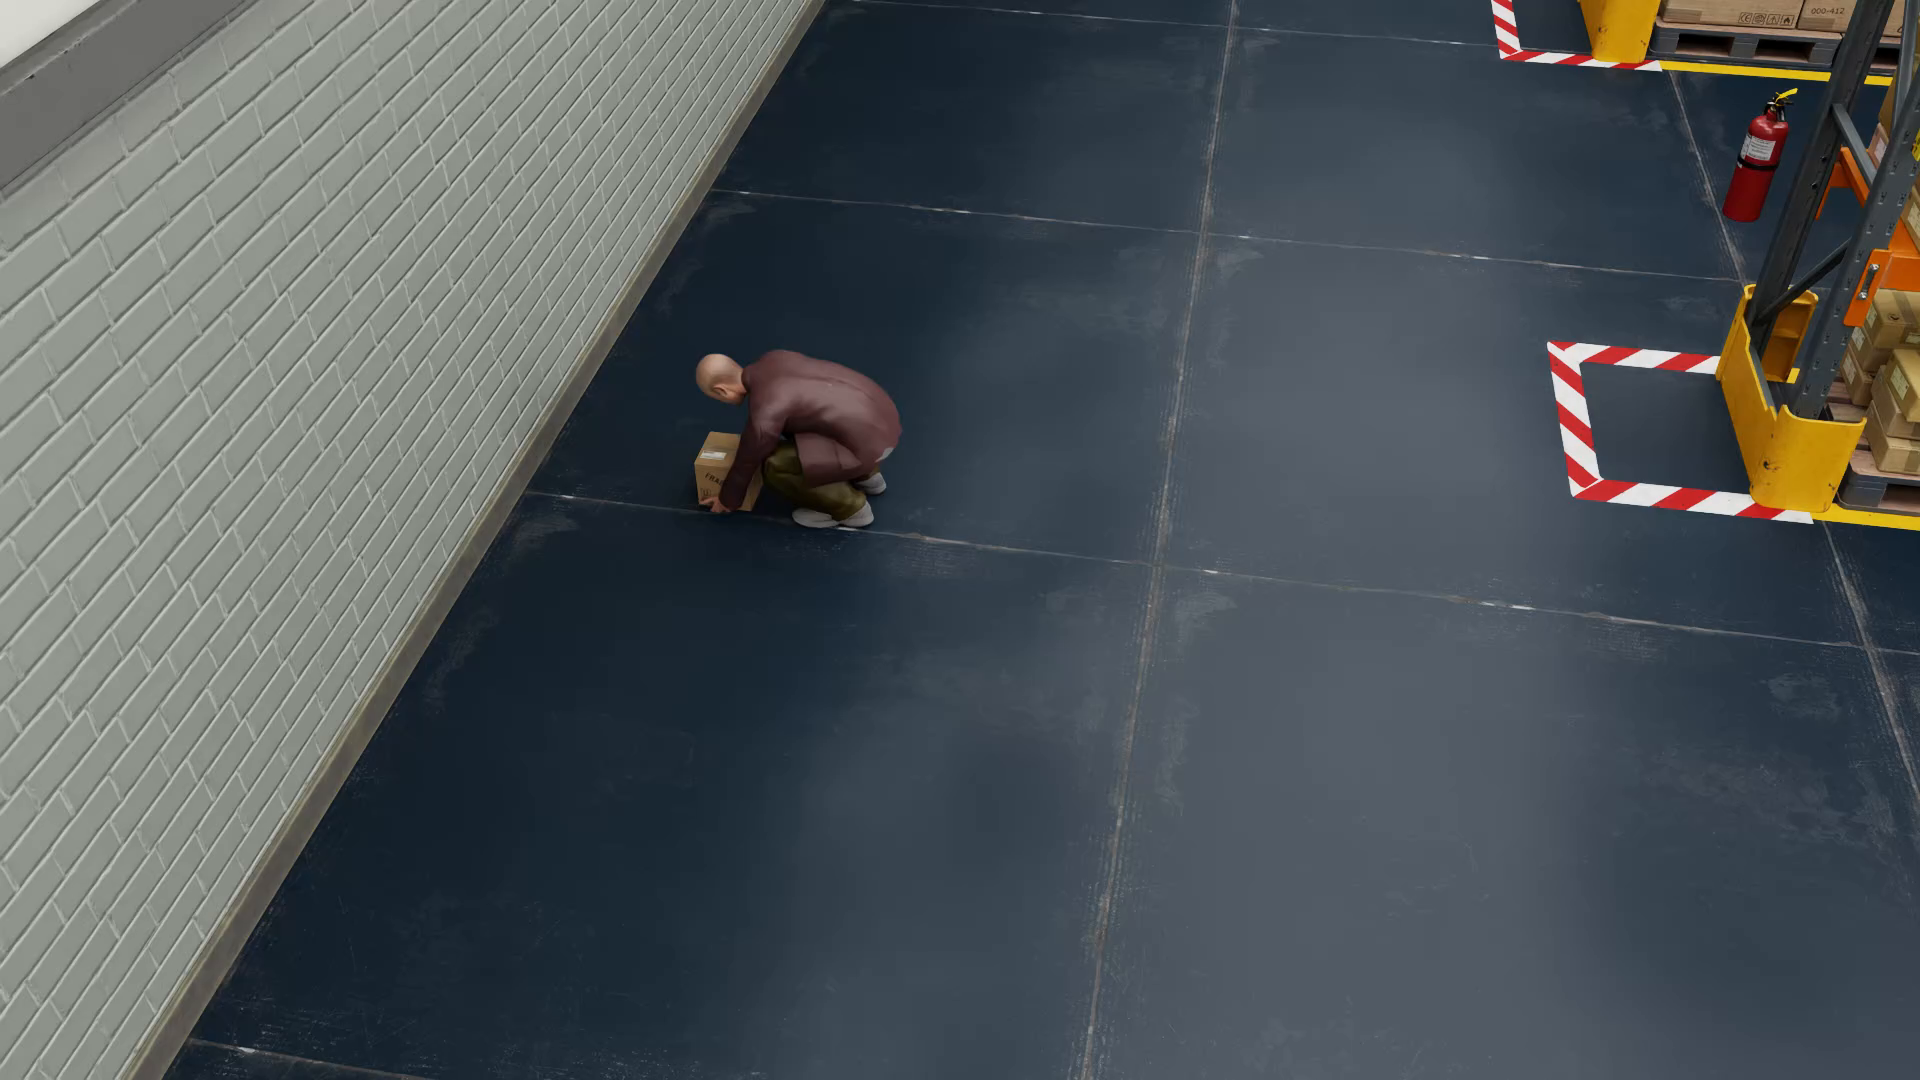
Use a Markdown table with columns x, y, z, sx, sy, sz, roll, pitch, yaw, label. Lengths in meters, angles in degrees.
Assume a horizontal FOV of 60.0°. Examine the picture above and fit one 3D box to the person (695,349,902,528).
| x | y | z | sx | sy | sz | roll | pitch | yaw | label |
| --- | --- | --- | --- | --- | --- | --- | --- | --- | --- |
| -0.723 | -0.456 | 7.551 | 0.922 | 0.876 | 0.581 | 6 | 40 | 7 | person |
